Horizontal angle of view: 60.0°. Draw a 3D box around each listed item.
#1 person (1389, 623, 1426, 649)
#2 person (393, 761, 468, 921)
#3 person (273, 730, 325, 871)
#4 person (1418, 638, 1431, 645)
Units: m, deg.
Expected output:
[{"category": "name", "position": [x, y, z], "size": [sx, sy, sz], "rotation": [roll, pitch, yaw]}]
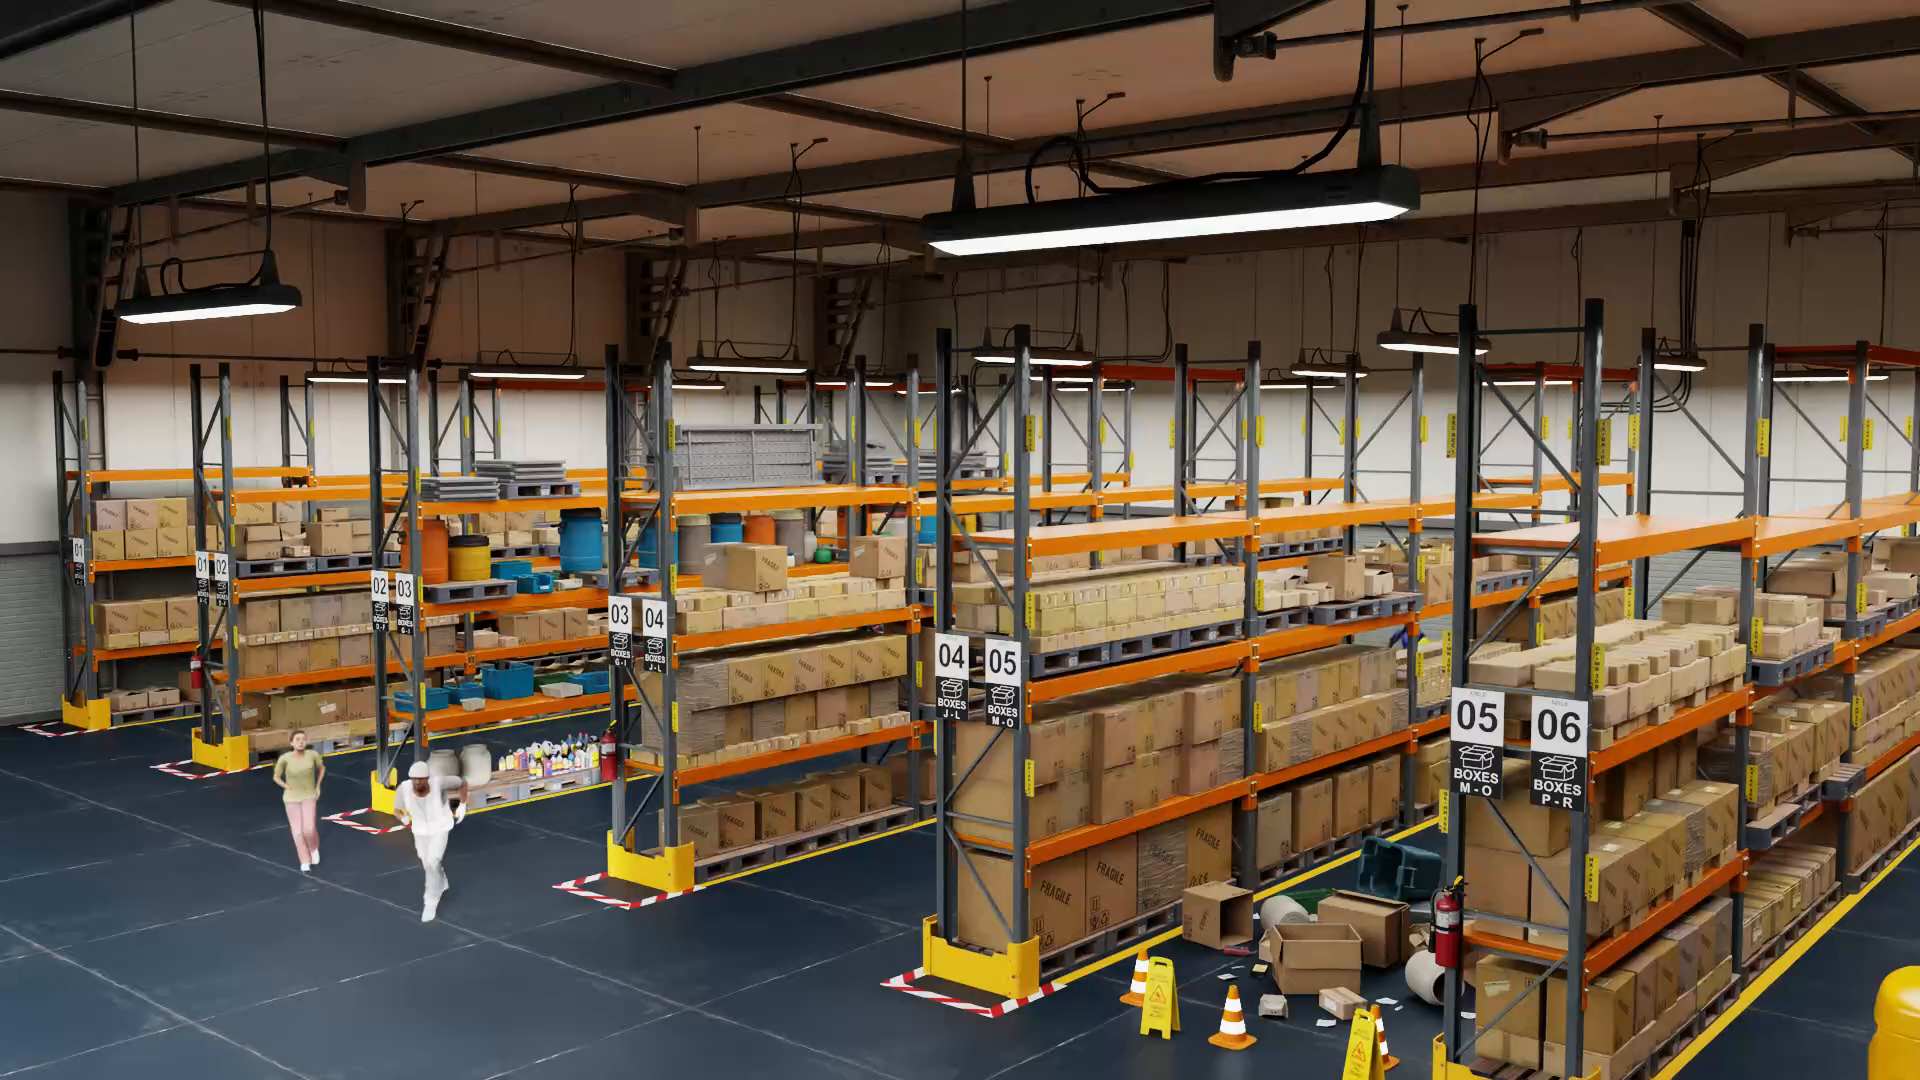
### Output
[{"category": "person", "position": [8.259, 2.198, 30.388], "size": [0.732, 1.632, 0.719], "rotation": [-1, 4, -11]}, {"category": "person", "position": [-5.521, 3.100, 17.430], "size": [0.729, 1.718, 1.017], "rotation": [0, 4, -2]}, {"category": "person", "position": [-7.527, 2.976, 18.967], "size": [0.562, 1.639, 0.539], "rotation": [-2, 4, -23]}, {"category": "person", "position": [7.458, 2.406, 26.364], "size": [0.696, 1.776, 1.016], "rotation": [3, 5, 35]}]
